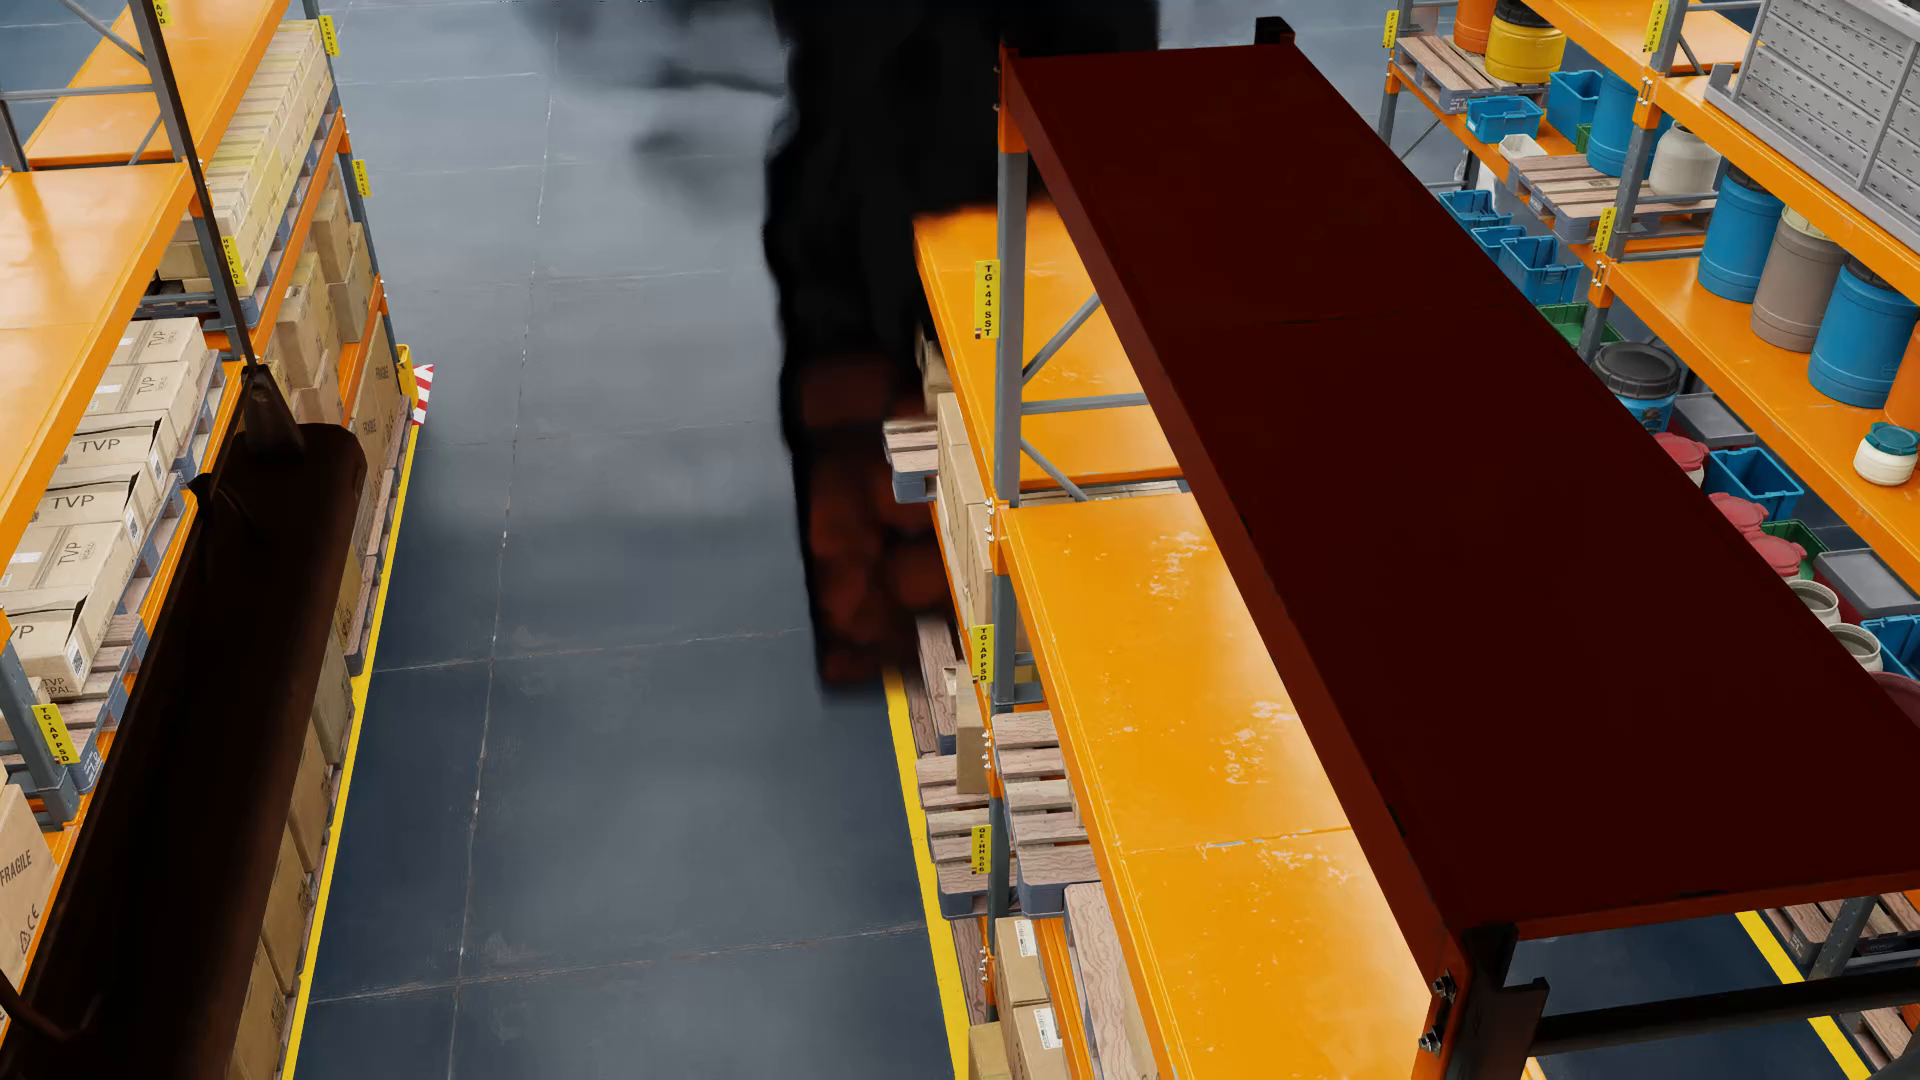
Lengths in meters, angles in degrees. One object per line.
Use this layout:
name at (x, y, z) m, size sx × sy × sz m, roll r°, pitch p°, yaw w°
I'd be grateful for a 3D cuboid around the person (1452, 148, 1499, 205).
person at (5.107, -3.388, 16.575) m, size 0.704 × 1.640 × 0.543 m, roll -23°, pitch 42°, yaw -28°
